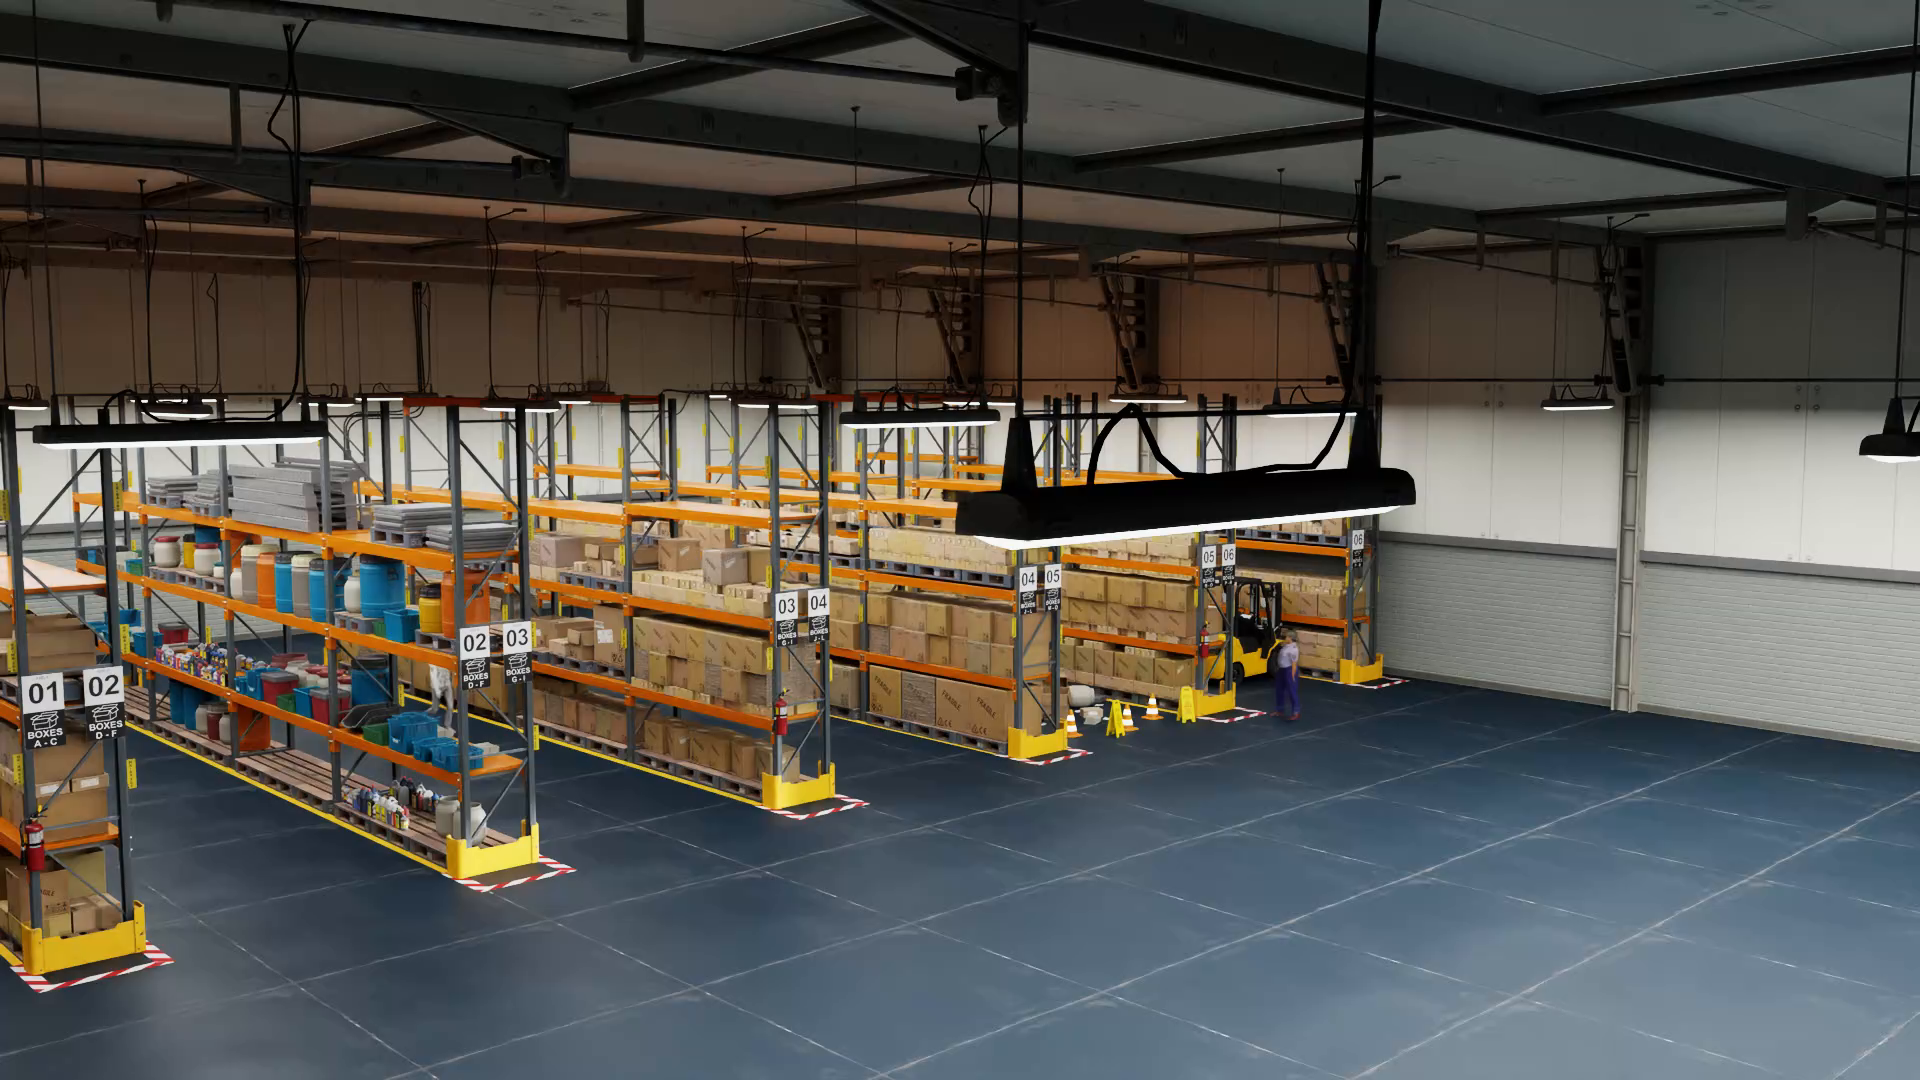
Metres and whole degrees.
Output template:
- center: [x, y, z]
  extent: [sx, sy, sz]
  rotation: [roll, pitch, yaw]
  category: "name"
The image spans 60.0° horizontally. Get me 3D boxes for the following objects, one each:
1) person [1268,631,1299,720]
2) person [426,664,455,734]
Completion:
- center: [6.080, 2.508, 31.070]
  extent: [0.419, 1.657, 0.687]
  rotation: [-2, 6, -24]
  category: "person"
- center: [-9.319, 2.625, 29.738]
  extent: [0.443, 1.648, 0.707]
  rotation: [-5, 8, -44]
  category: "person"
